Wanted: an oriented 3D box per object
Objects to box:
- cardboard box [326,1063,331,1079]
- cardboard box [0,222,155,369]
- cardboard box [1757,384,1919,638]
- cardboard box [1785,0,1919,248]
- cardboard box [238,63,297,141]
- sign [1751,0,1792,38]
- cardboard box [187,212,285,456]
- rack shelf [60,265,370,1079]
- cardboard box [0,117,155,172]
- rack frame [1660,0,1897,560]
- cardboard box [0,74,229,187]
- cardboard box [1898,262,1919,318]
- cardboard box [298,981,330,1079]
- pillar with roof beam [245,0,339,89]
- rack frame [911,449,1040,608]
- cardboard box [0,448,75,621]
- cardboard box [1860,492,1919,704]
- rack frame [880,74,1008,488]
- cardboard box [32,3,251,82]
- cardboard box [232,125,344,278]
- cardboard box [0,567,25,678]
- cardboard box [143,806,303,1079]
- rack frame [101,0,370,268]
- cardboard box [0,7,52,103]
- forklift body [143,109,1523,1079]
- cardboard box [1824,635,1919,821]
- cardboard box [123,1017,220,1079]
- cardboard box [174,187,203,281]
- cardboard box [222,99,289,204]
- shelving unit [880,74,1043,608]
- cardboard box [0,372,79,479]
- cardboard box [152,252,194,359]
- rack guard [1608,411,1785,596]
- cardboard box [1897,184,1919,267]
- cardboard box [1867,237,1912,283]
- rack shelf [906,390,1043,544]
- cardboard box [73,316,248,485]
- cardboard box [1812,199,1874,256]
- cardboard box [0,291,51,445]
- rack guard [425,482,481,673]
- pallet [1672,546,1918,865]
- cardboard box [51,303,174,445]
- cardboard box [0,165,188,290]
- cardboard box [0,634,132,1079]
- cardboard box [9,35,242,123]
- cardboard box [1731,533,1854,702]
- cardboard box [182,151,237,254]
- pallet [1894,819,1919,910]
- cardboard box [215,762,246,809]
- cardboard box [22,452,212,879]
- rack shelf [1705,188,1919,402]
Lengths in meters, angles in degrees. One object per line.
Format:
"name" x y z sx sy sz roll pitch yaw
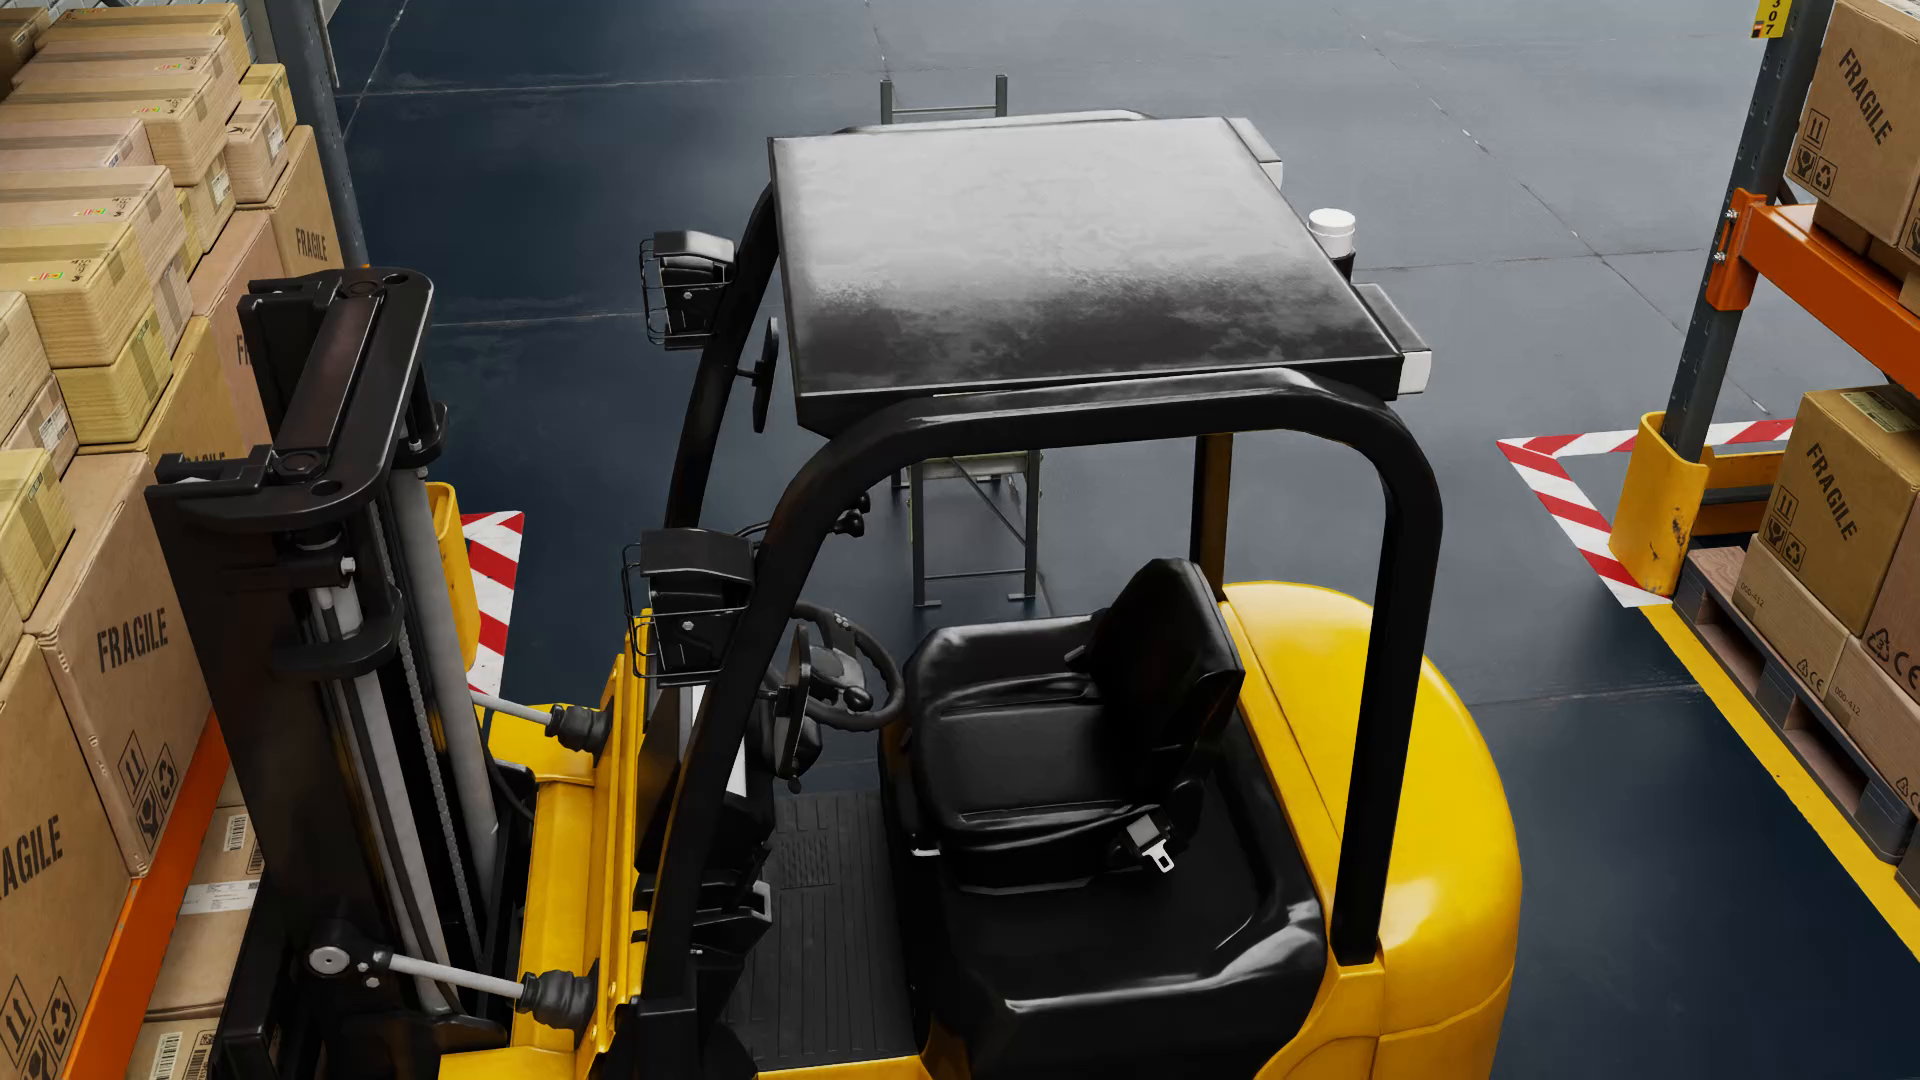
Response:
"cardboard box" -1.522 1.191 3.407 0.500 0.250 0.500 -3 34 -5
"cardboard box" -1.578 -0.400 2.744 0.380 0.149 0.250 -4 34 -5
"cardboard box" 2.650 -0.097 4.631 0.500 0.500 0.500 -5 35 -8
"cardboard box" 2.601 -1.113 4.366 0.500 0.500 0.500 -5 35 -7
"cardboard box" -1.782 -0.993 3.879 0.380 0.149 0.250 -4 34 -6
"sign" 2.274 -1.551 4.593 0.100 0.325 0.005 -4 35 -6
"cardboard box" -1.719 -0.352 3.515 0.500 0.500 0.500 -3 34 -5
"rack shelf" -1.837 0.557 2.907 1.077 0.370 4.000 -4 35 -6
"cardboard box" -1.763 -0.681 3.156 0.380 0.149 0.250 -4 34 -6
"rack frame" 2.812 -1.234 4.897 1.000 3.000 0.127 -4 35 -6
"cardboard box" -1.723 -0.825 3.368 0.380 0.149 0.250 -4 34 -5
"cardboard box" 2.656 -0.631 4.235 0.380 0.149 0.250 -5 35 -8
"cardboard box" -1.520 0.995 3.251 0.500 0.250 0.500 -4 35 -7
"pillar with roof beam" 0.553 -6.552 7.374 9.100 9.000 0.400 -4 35 -6
"rack frame" 0.048 -0.419 5.033 0.400 1.500 0.023 -4 35 -6
"cardboard box" -1.539 0.005 2.415 0.380 0.149 0.250 -5 35 -7
"cardboard box" 2.725 0.195 4.204 0.500 0.500 0.500 -6 35 -8
"rack frame" -0.050 -0.828 5.633 0.400 1.500 0.023 -4 35 -6
"cardboard box" -1.849 -1.104 3.778 0.380 0.149 0.250 -4 35 -6
"cardboard box" -1.780 -0.643 3.940 0.500 0.500 0.500 -5 35 -7
"cardboard box" -1.494 0.153 2.198 0.380 0.149 0.250 -5 35 -8
"cardboard box" -1.522 0.776 3.129 0.500 0.250 0.500 -5 35 -7
"rack frame" -2.106 -0.856 4.342 1.000 3.000 0.127 -4 35 -6
"cardboard box" -2.273 -1.085 3.749 0.380 0.149 0.250 -5 35 -7
"forklift body" -0.043 0.415 3.231 2.313 2.155 1.214 -4 35 -6
"cardboard box" 2.708 0.485 4.443 0.500 0.250 0.500 -3 34 -5
"cardboard box" -1.459 1.069 2.698 0.500 0.250 0.500 -3 34 -5
"cardboard box" -1.722 -0.564 3.249 0.380 0.149 0.250 -5 35 -7
"cardboard box" -1.718 -0.853 3.673 0.380 0.149 0.250 -4 34 -6
"shelving unit" -0.001 -0.623 5.333 0.431 1.500 0.755 -4 35 -6
"cardboard box" -1.641 -0.133 2.617 0.380 0.149 0.250 -5 35 -7
"cardboard box" -1.639 -0.419 3.036 0.380 0.149 0.250 -5 35 -8
"rack guard" 2.822 -0.159 5.539 1.175 0.500 0.348 -4 35 -6
"cardboard box" 2.674 -0.824 3.943 0.500 0.500 0.500 -3 34 -5
"cardboard box" 2.701 -0.785 4.461 0.380 0.149 0.250 -4 34 -6
"rack shelf" -0.001 -0.354 5.517 0.431 0.370 0.720 -4 35 -6
"cardboard box" -1.650 -0.066 3.095 0.500 0.500 0.500 -5 35 -7
"cardboard box" 2.653 -0.925 4.667 0.380 0.149 0.250 -4 35 -6
"cardboard box" -1.637 -0.249 2.523 0.380 0.149 0.250 -4 34 -6
"rack guard" -2.109 0.164 5.066 1.175 0.500 0.348 -4 35 -6
"pallet" 2.896 0.417 4.951 1.003 0.211 1.213 -4 35 -6
"cardboard box" -1.585 -0.279 2.831 0.380 0.149 0.250 -4 34 -6
"cardboard box" -1.618 -0.544 2.955 0.380 0.149 0.250 -4 34 -5
"cardboard box" -1.525 0.496 2.270 0.500 0.500 0.500 -5 35 -7
"cardboard box" -1.785 -0.969 3.579 0.380 0.149 0.250 -4 35 -6
"cardboard box" 2.646 0.200 4.862 0.500 0.250 0.500 -5 35 -7
"cardboard box" -1.744 -0.703 3.454 0.380 0.149 0.250 -4 34 -5
"pallet" 3.057 1.096 3.954 1.003 0.211 1.213 -4 35 -6
"cardboard box" -1.583 0.492 3.545 0.500 0.250 0.500 -4 34 -6
"cardboard box" -1.571 0.213 2.685 0.500 0.500 0.500 -4 34 -6
"rack shelf" 3.081 0.179 3.462 1.077 0.370 4.000 -4 35 -6
